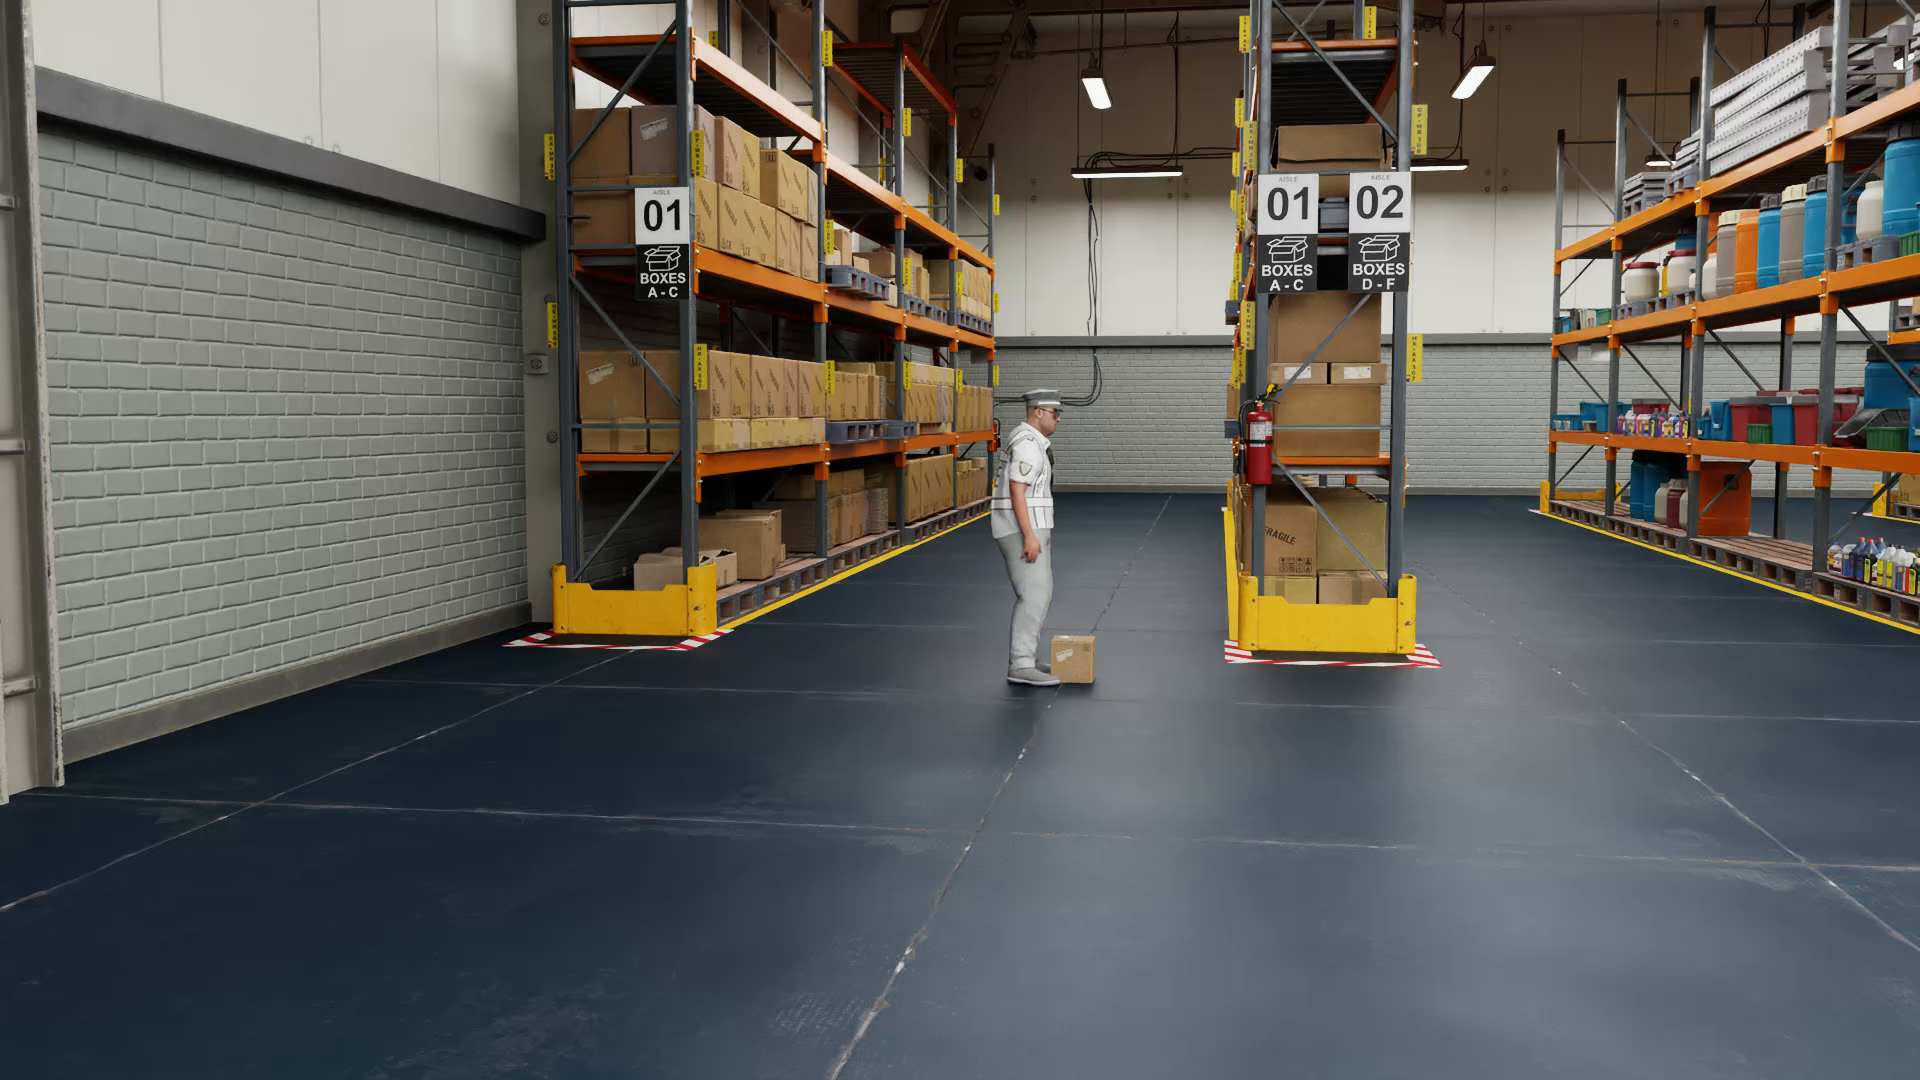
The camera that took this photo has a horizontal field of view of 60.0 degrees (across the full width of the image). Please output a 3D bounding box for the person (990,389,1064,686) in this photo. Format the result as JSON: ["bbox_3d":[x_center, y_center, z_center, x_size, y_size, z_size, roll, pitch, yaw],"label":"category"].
[{"bbox_3d":[0.406,-0.032,10.001,0.437,1.747,0.583,1,4,8],"label":"person"}]
